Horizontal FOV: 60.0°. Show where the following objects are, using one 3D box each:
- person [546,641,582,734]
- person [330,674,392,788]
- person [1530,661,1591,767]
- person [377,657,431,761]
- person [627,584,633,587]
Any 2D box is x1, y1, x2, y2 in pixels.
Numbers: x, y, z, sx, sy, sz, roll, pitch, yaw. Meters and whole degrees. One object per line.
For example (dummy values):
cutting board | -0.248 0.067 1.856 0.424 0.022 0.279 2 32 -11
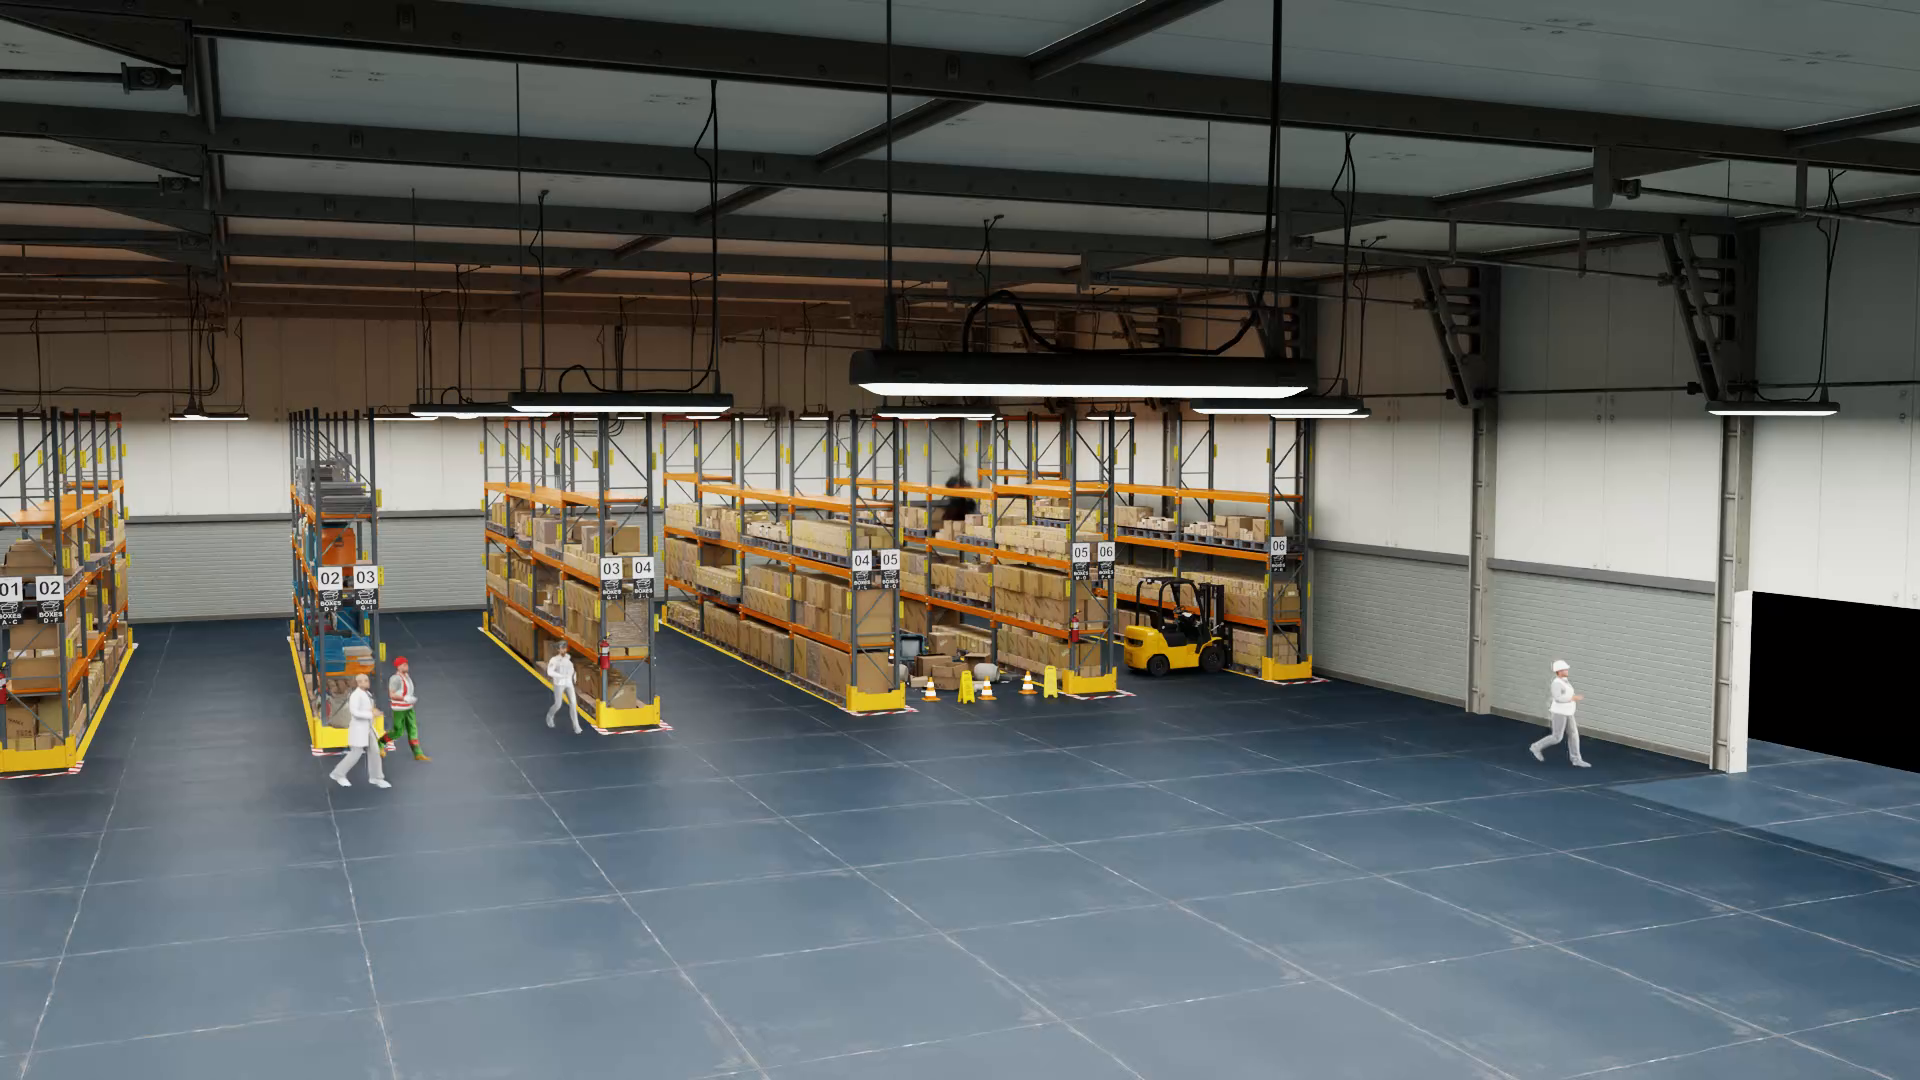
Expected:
person | -7.388 2.713 30.876 0.861 1.727 0.652 4 6 44
person | -9.408 3.004 26.073 0.923 1.828 0.737 0 4 1
person | 10.020 2.881 27.689 0.963 1.751 0.661 3 5 37
person | -9.415 2.849 28.037 0.996 1.775 0.673 1 4 8
person | -9.092 1.620 45.961 0.759 1.749 0.958 -1 4 -19
